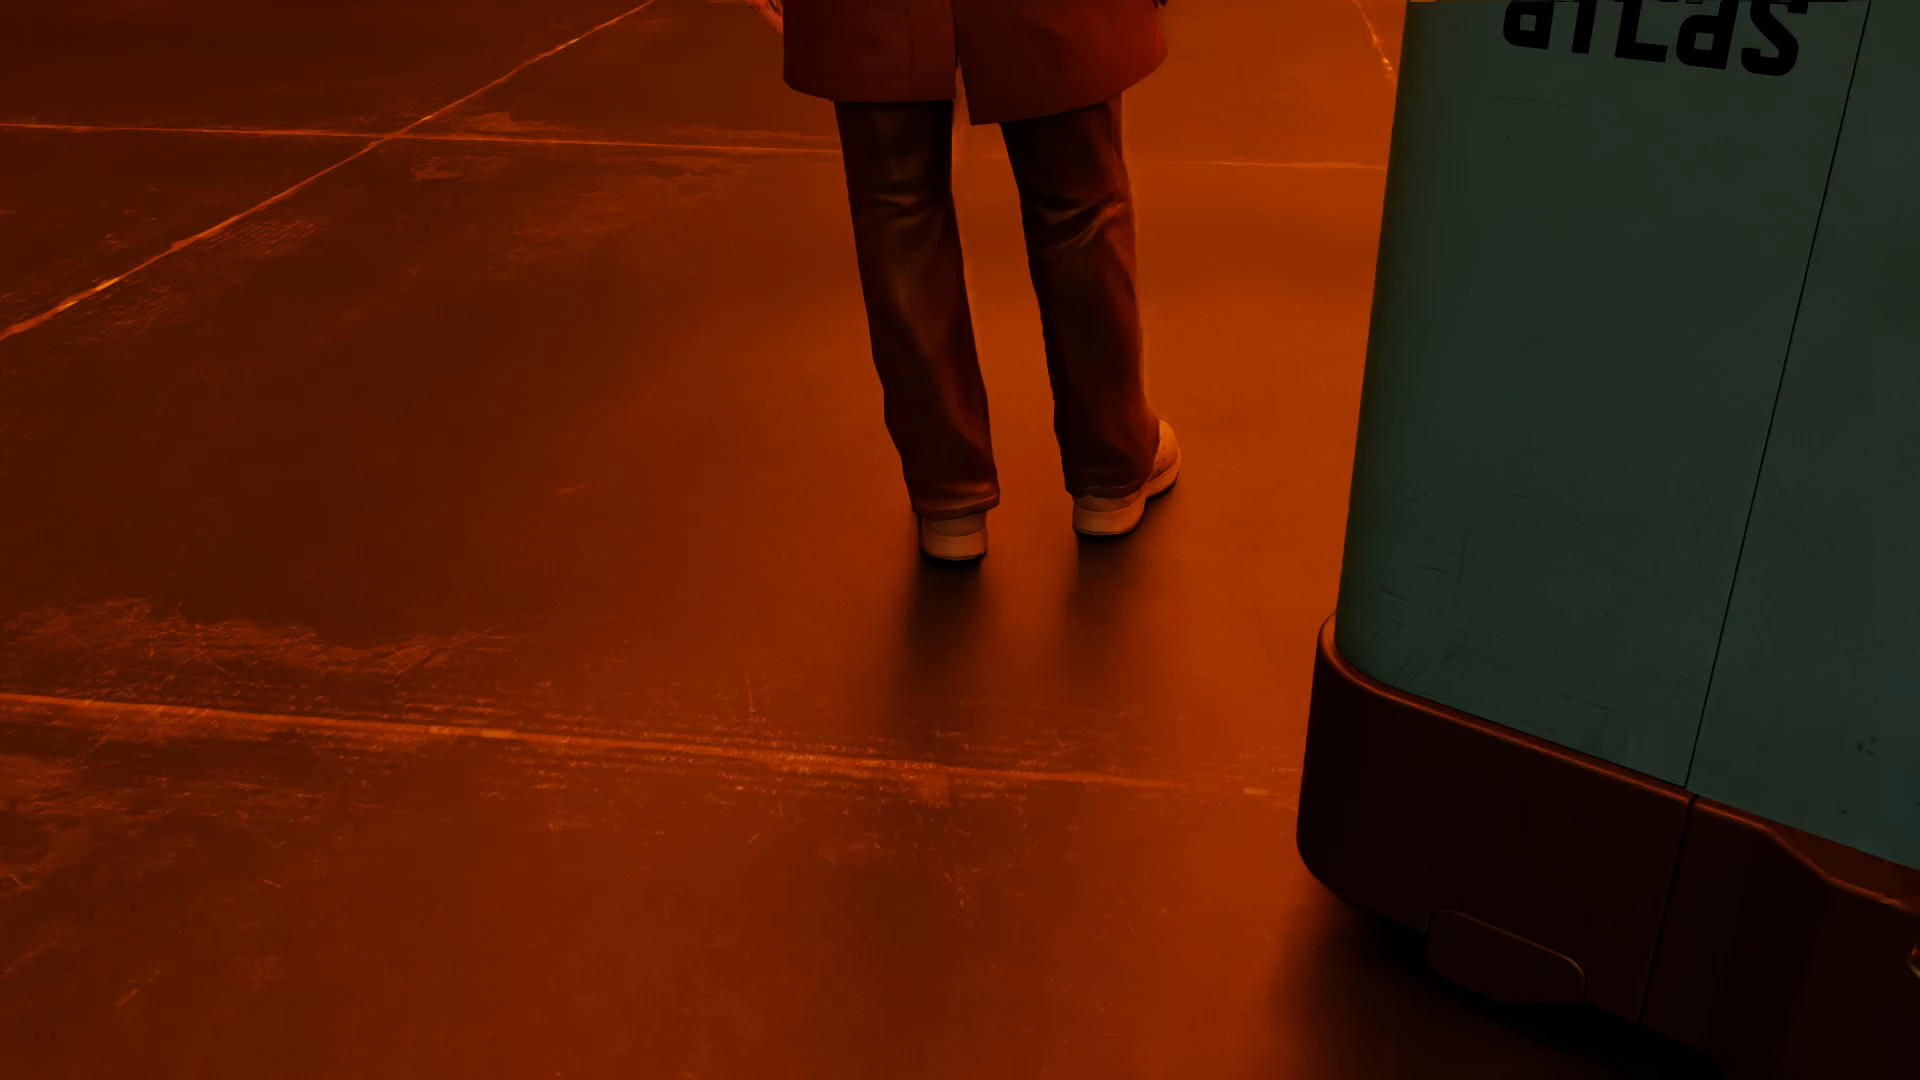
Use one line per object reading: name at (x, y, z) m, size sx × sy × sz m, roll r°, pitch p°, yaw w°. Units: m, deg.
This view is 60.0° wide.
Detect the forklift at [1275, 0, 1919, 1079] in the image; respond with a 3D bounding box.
forklift at (1.800, -0.698, 0.615) m, size 3.031 × 2.935 × 1.130 m, roll 19°, pitch 32°, yaw 33°

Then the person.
person at (0.003, -0.835, 2.202) m, size 0.730 × 1.766 × 0.520 m, roll 2°, pitch 27°, yaw 5°
